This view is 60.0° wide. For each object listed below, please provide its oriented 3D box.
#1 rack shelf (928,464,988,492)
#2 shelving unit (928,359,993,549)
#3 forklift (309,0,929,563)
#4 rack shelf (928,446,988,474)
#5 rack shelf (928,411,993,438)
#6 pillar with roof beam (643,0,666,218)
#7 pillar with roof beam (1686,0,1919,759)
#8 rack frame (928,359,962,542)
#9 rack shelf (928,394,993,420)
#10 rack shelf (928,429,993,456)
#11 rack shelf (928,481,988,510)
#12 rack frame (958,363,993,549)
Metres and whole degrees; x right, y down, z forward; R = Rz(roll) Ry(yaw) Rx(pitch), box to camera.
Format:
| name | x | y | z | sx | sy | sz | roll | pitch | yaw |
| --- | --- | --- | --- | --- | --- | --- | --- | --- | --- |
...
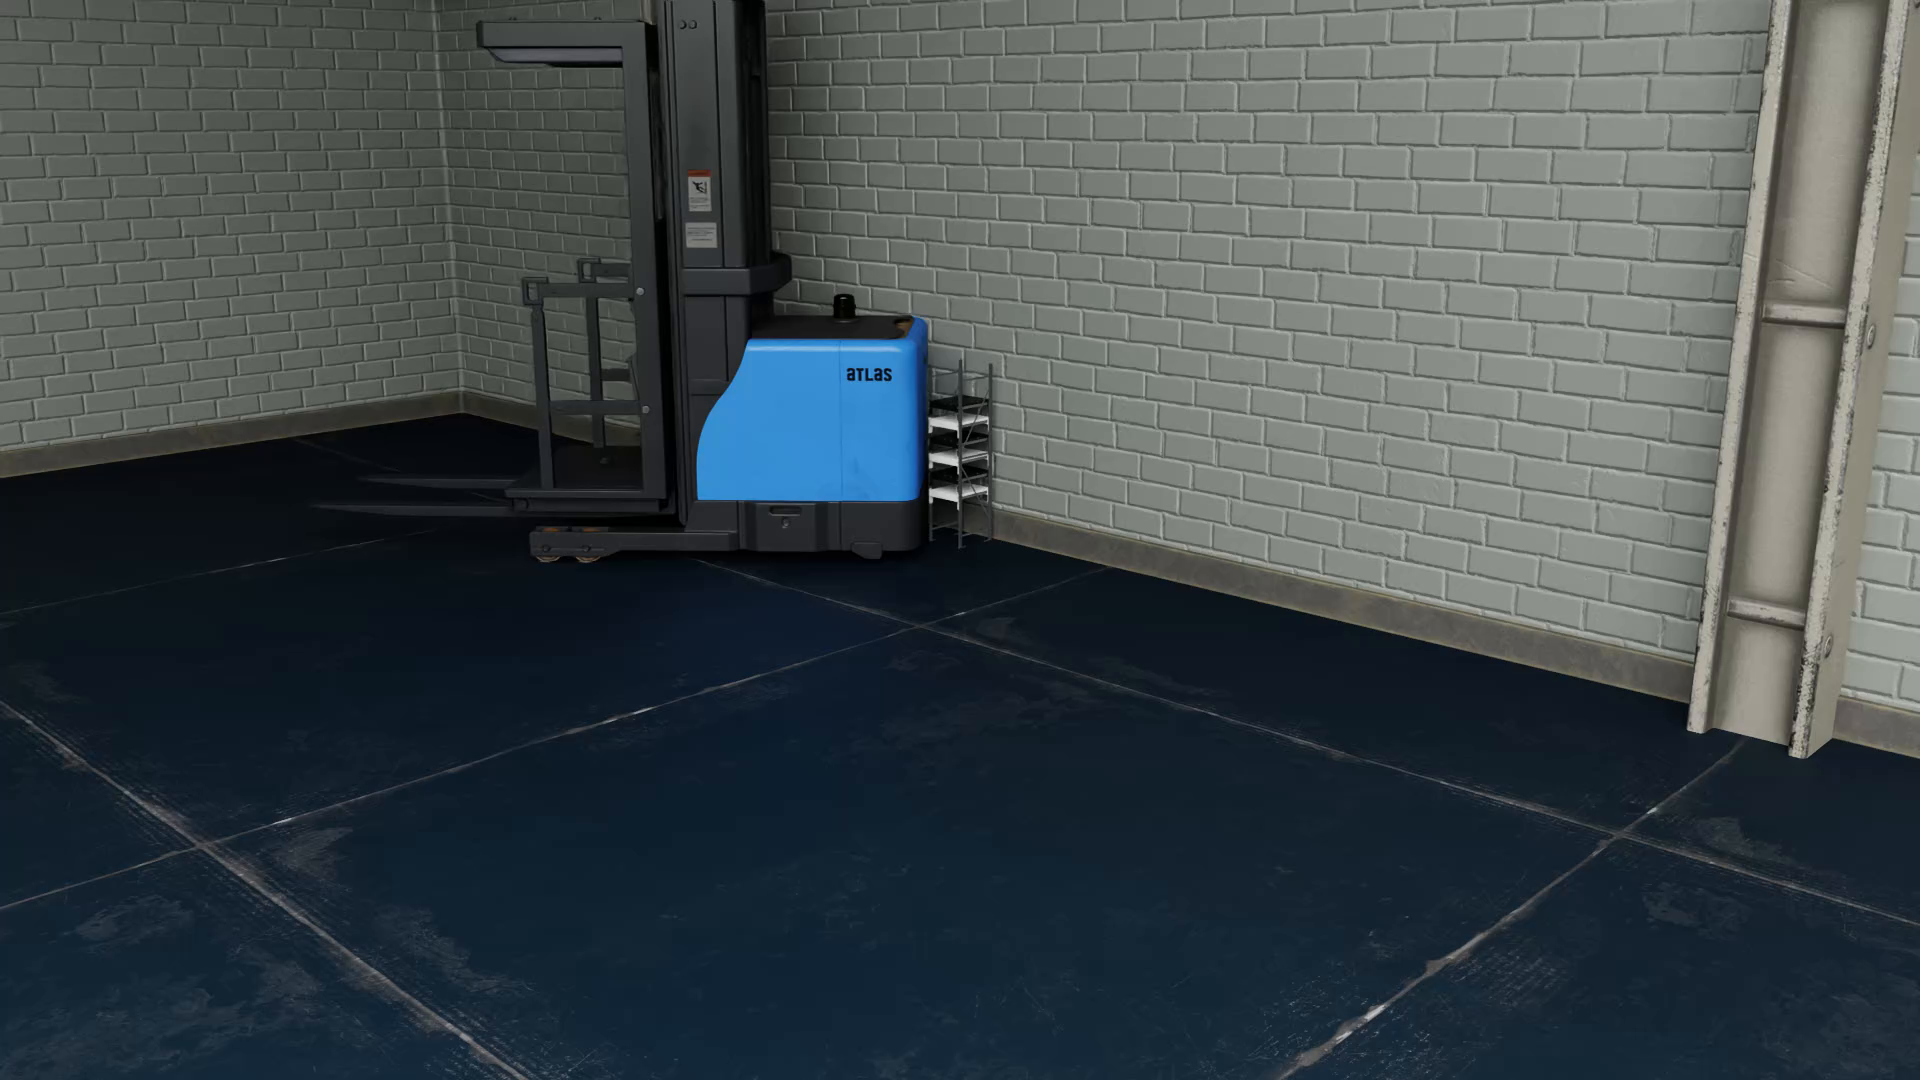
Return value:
| name | x | y | z | sx | sy | sz | roll | pitch | yaw |
| --- | --- | --- | --- | --- | --- | --- | --- | --- | --- |
| rack shelf | 0.002 | -0.313 | 8.337 | 0.200 | 0.077 | 0.258 | 13 | 20 | 41 |
| shelving unit | 0.002 | -0.432 | 8.306 | 0.210 | 0.900 | 0.258 | 13 | 20 | 41 |
| forklift | -1.685 | -1.441 | 8.148 | 3.031 | 2.935 | 1.130 | 1 | 15 | 2 |
| rack shelf | 0.002 | -0.400 | 8.315 | 0.200 | 0.077 | 0.258 | 13 | 20 | 41 |
| rack shelf | 0.002 | -0.574 | 8.269 | 0.200 | 0.077 | 0.258 | 13 | 20 | 41 |
| pillar with roof beam | -4.498 | -3.948 | 5.736 | 0.400 | 9.000 | 9.100 | 14 | 20 | 42 |
| pillar with roof beam | -0.179 | -2.898 | 1.706 | 0.400 | 9.000 | 9.100 | 14 | 20 | 42 |
| rack frame | -0.072 | -0.450 | 8.374 | 0.006 | 0.900 | 0.240 | 13 | 20 | 41 |
| rack shelf | 0.002 | -0.661 | 8.247 | 0.200 | 0.077 | 0.258 | 13 | 20 | 41 |
| rack shelf | 0.002 | -0.487 | 8.292 | 0.200 | 0.077 | 0.258 | 13 | 20 | 41 |
| rack shelf | 0.002 | -0.226 | 8.360 | 0.200 | 0.077 | 0.258 | 13 | 20 | 41 |
| rack frame | 0.076 | -0.415 | 8.239 | 0.006 | 0.900 | 0.240 | 13 | 20 | 41 |
